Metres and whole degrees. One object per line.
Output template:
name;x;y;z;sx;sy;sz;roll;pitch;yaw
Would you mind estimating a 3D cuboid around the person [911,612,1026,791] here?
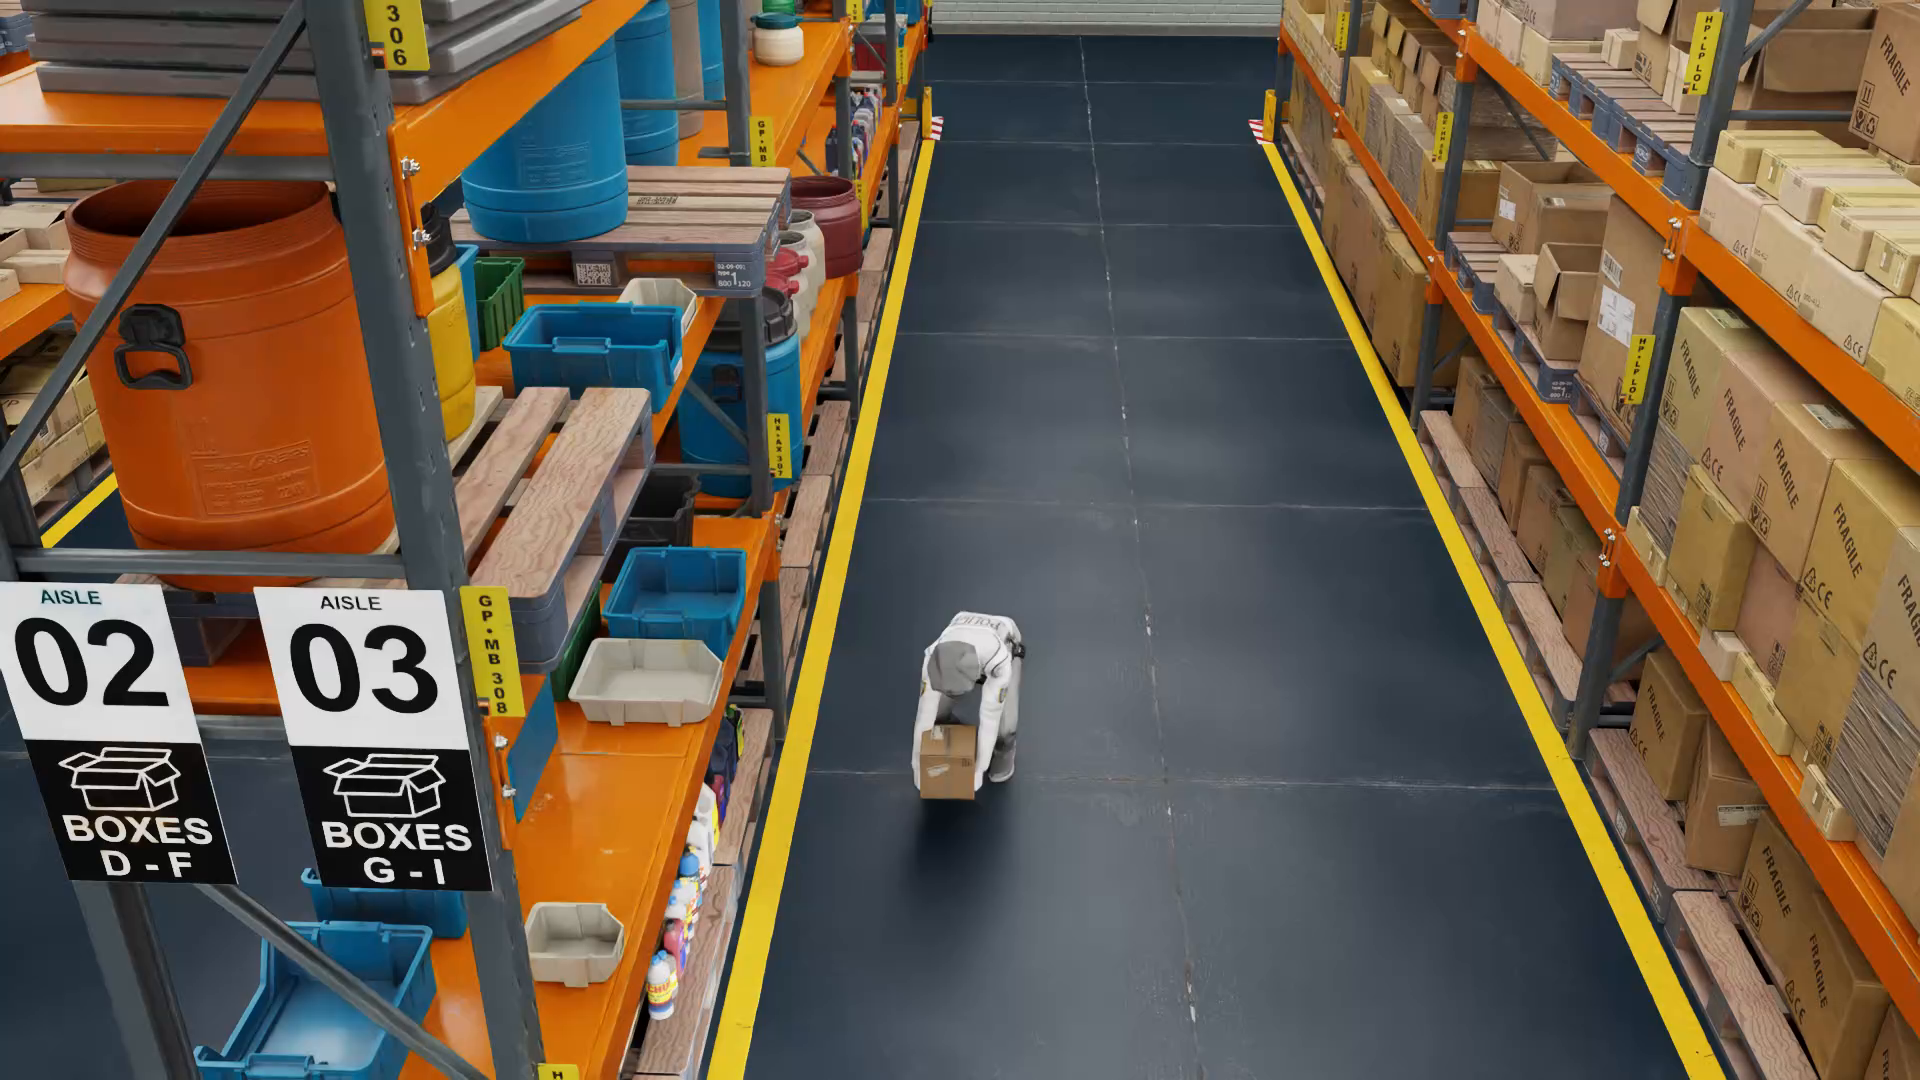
person;0.056;0.758;7.941;0.459;0.976;0.898;7;29;14
